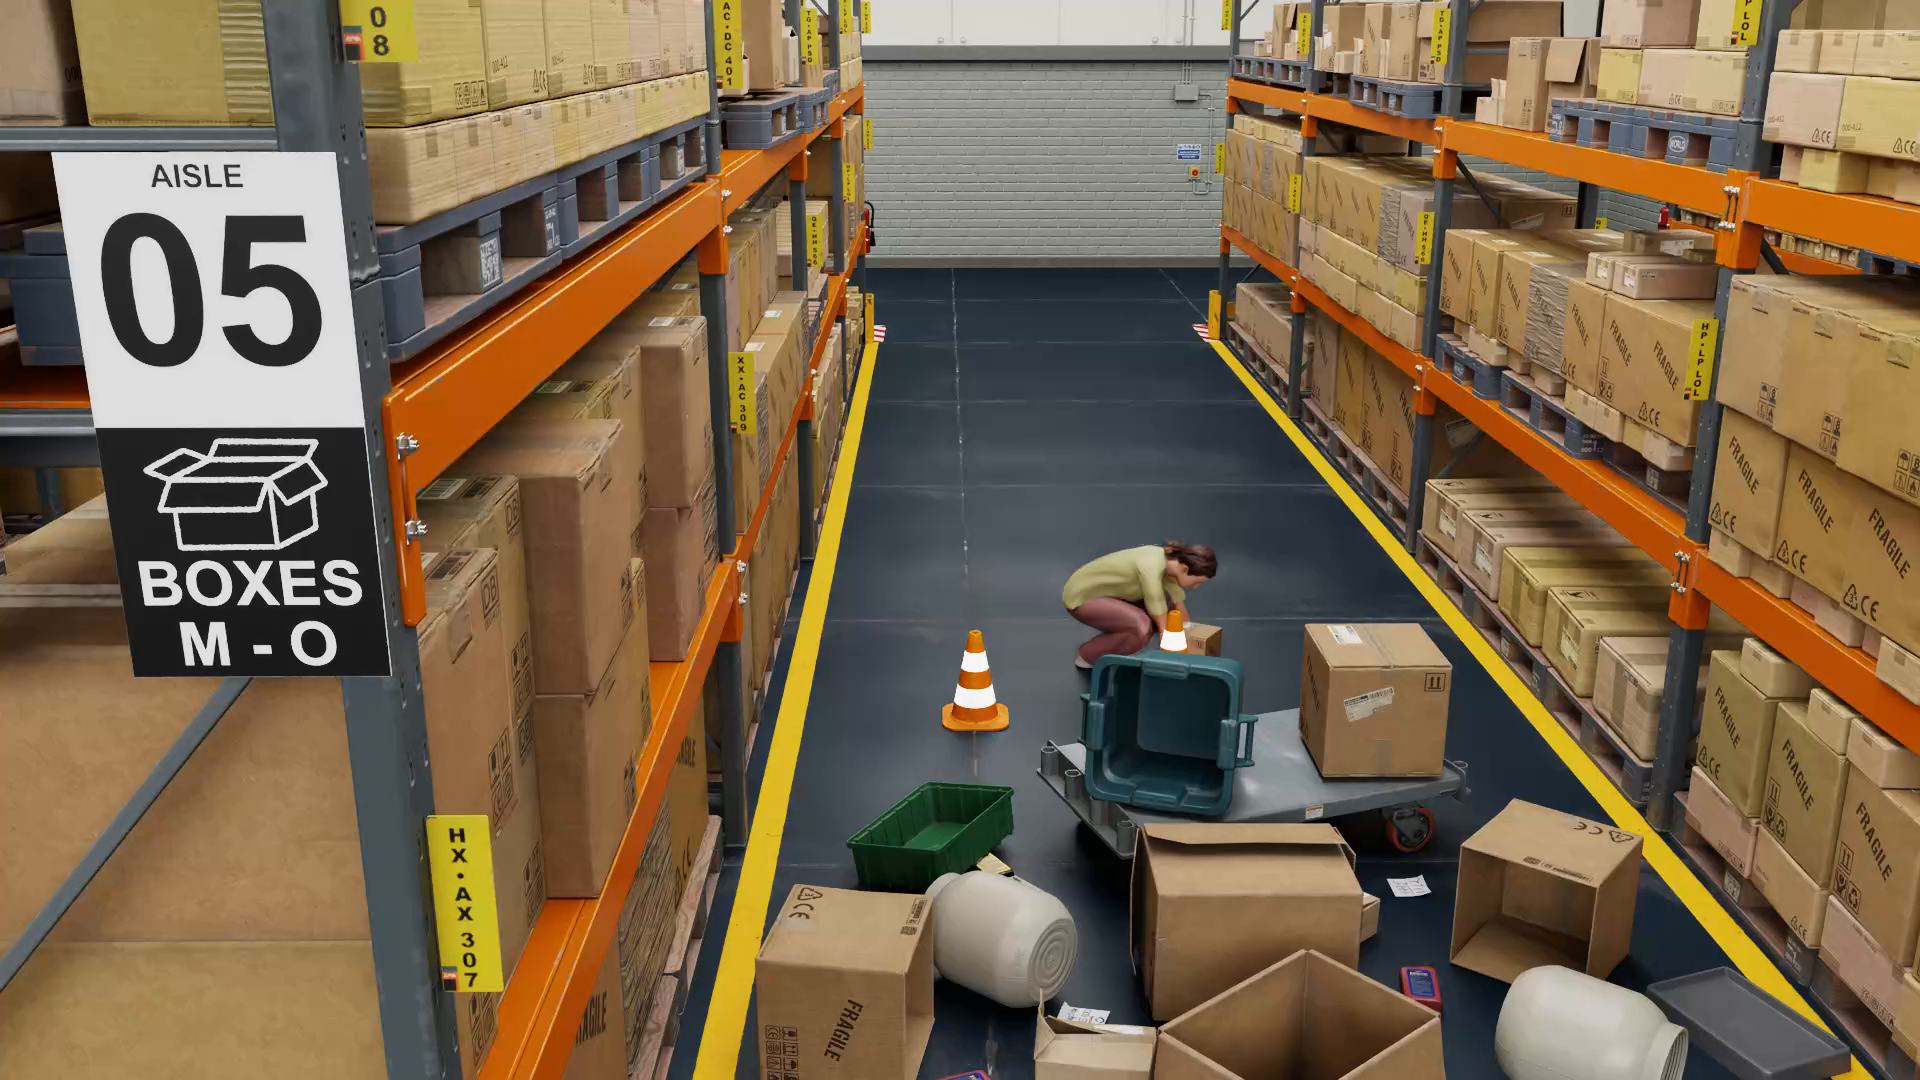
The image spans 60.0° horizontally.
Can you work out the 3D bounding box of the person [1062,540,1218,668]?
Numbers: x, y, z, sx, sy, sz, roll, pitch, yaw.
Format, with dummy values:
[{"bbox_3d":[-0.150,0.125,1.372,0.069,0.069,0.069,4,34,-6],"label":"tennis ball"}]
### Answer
[{"bbox_3d":[0.968,0.372,9.019,0.824,0.813,0.487,9,19,27],"label":"person"}]
